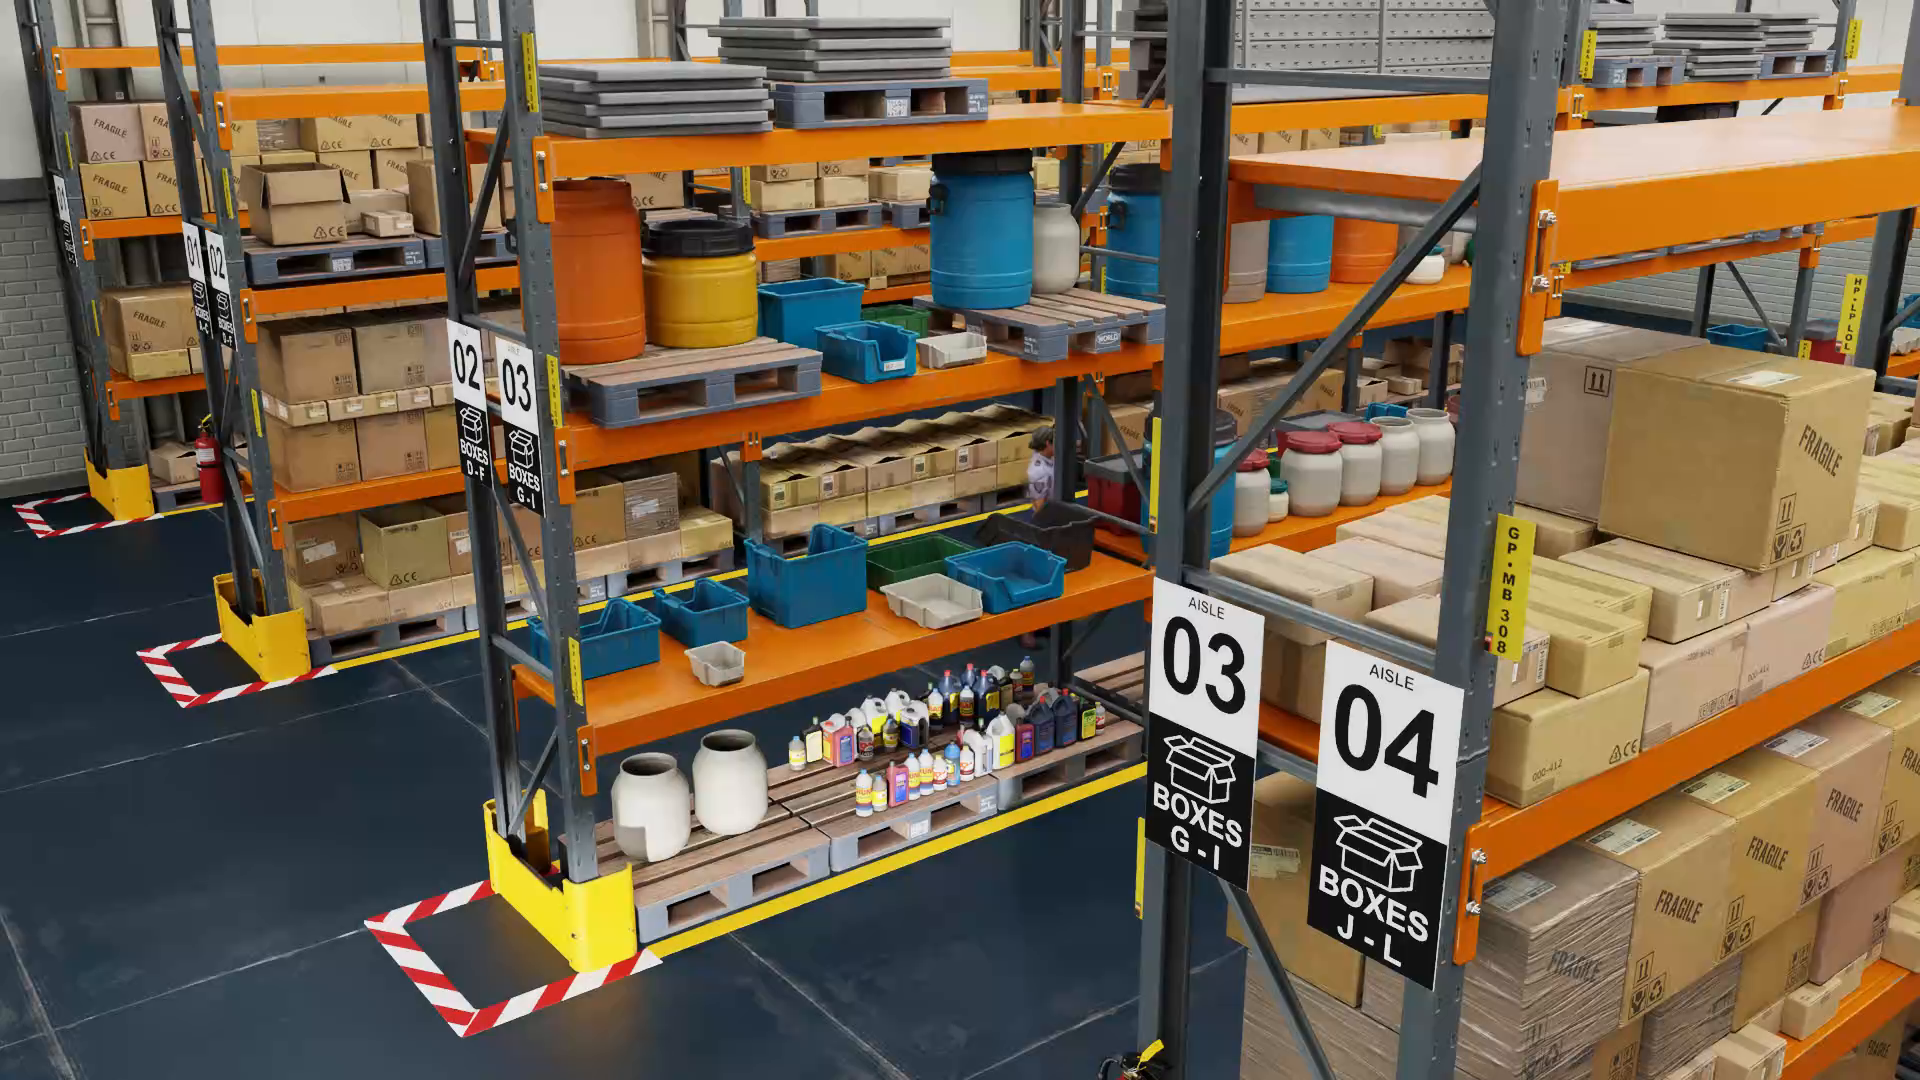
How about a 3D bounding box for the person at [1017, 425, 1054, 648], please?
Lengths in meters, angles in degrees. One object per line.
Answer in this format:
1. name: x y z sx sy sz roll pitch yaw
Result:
1. person: 0.632 -0.050 12.690 0.369 1.656 0.614 3 18 10
